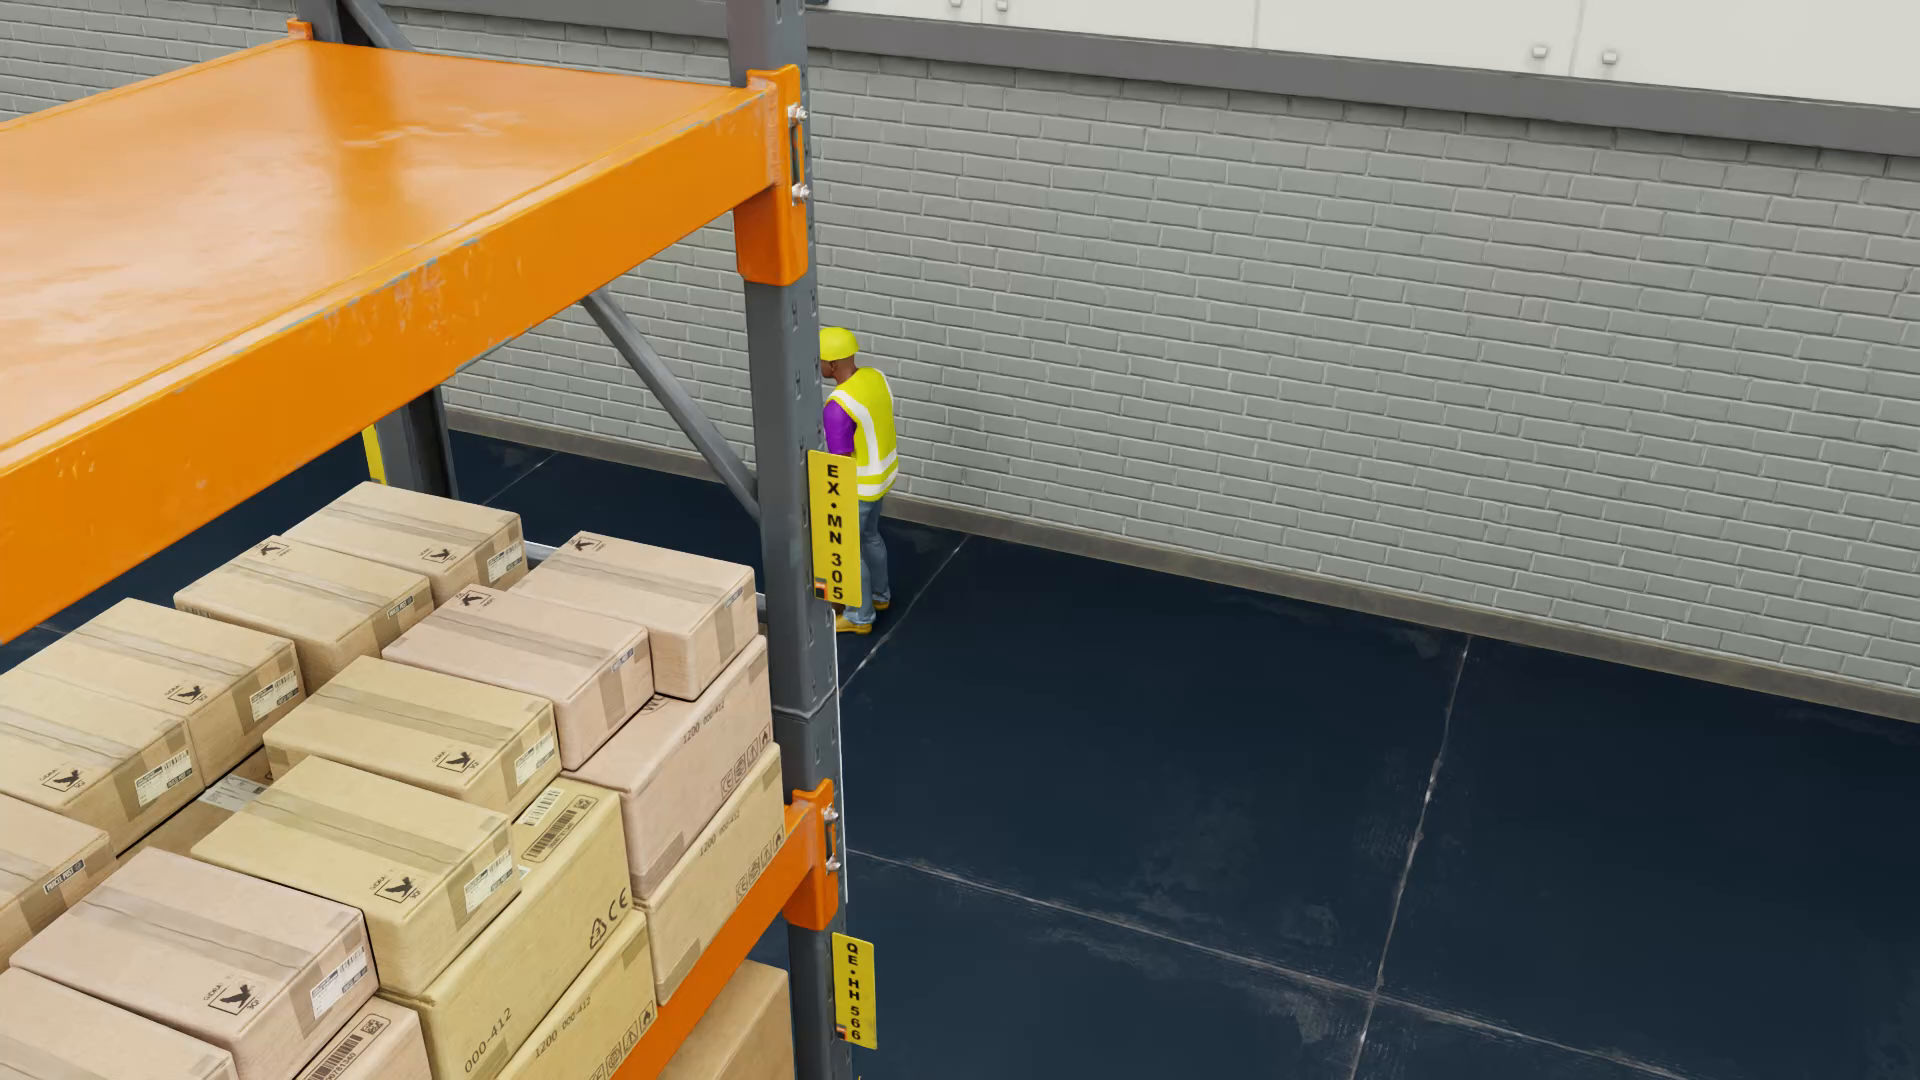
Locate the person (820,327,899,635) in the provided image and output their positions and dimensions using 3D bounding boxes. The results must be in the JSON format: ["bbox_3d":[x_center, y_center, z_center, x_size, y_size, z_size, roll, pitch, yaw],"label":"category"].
[{"bbox_3d":[-0.575,-0.326,8.957,0.461,1.760,0.626,11,31,19],"label":"person"}]
